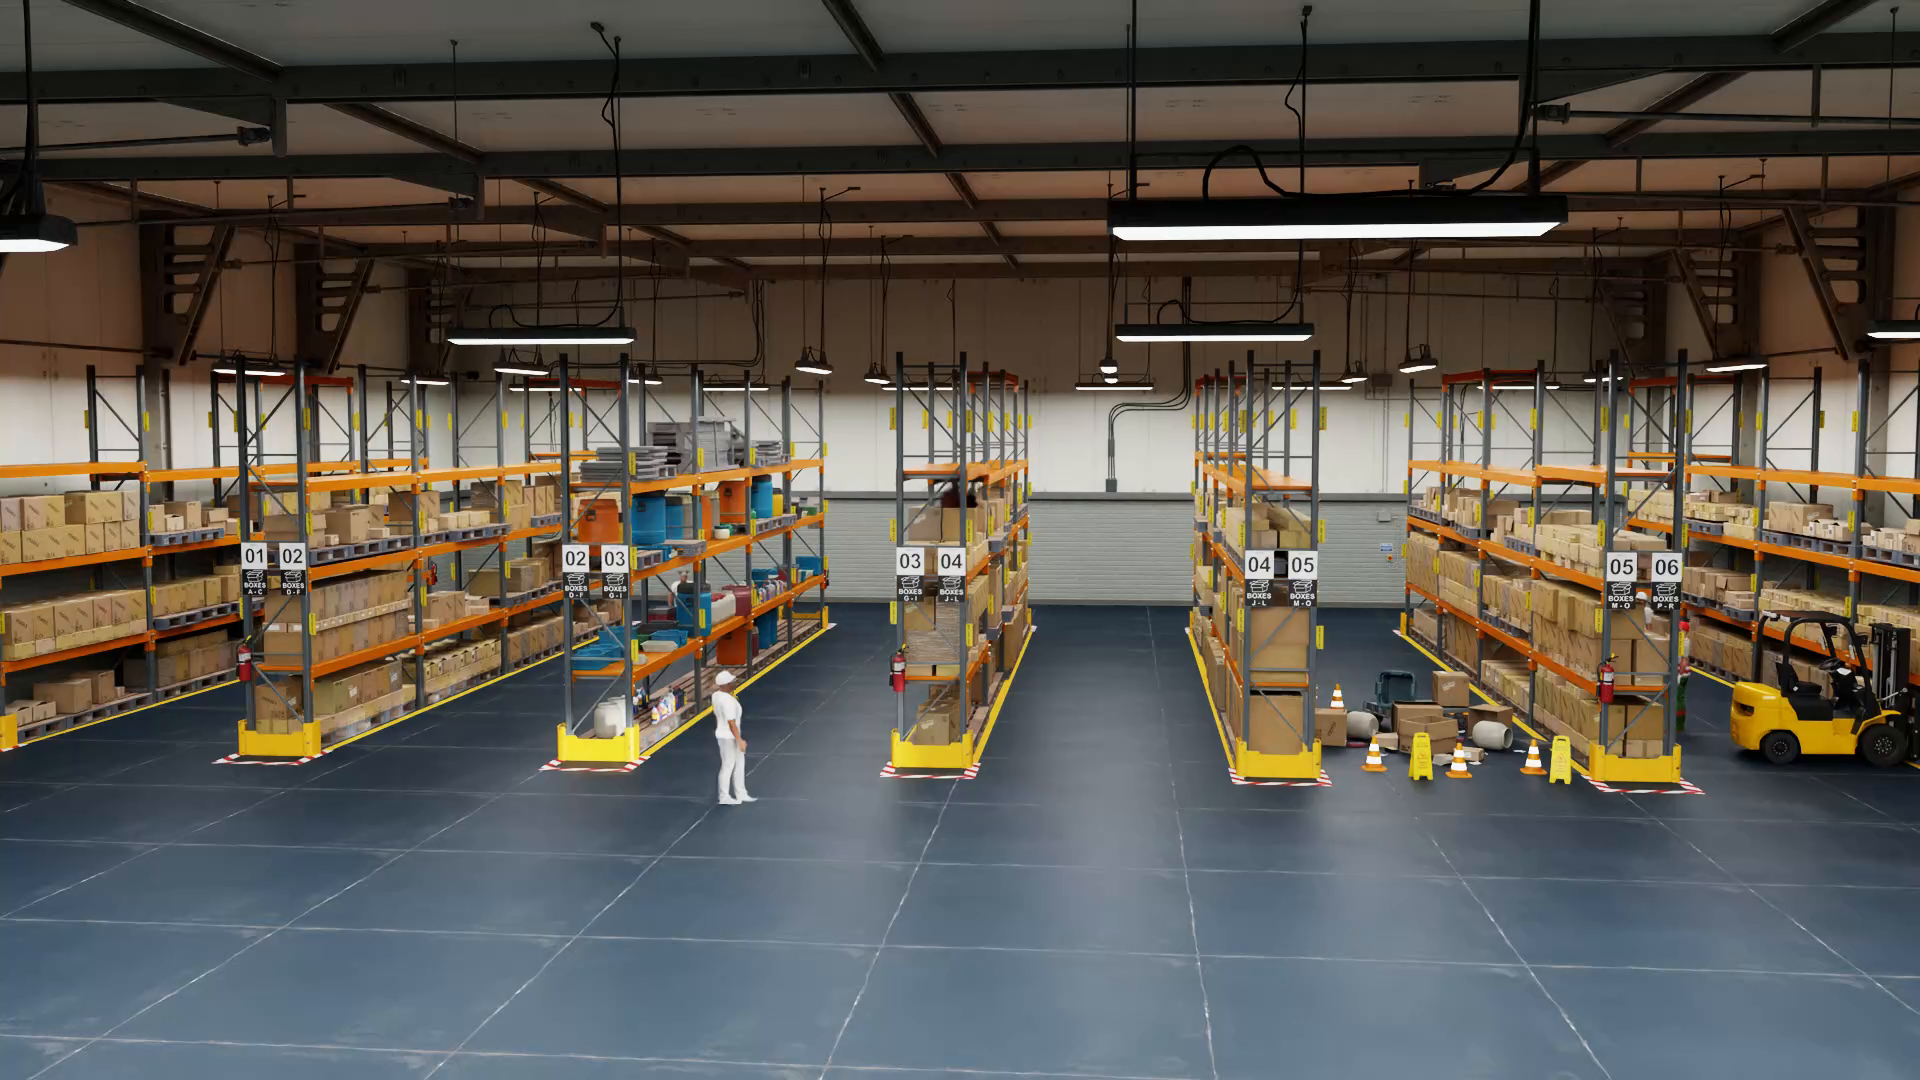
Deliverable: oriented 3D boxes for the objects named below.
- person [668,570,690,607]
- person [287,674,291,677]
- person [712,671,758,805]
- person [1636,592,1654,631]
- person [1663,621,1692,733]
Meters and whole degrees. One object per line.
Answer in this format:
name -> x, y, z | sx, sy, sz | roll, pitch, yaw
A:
person -> -6.162, 1.532, 36.875 | 0.679, 1.764, 0.985 | 0, 4, 6
person -> -12.293, 1.935, 30.820 | 0.423, 1.829, 0.572 | 0, 4, 2
person -> -2.971, 2.595, 21.779 | 0.585, 1.792, 0.604 | 0, 4, 2
person -> 12.858, 1.876, 31.536 | 0.505, 1.787, 0.616 | 1, 4, 19
person -> 11.614, 2.208, 26.879 | 0.425, 1.800, 0.601 | 3, 5, 37
